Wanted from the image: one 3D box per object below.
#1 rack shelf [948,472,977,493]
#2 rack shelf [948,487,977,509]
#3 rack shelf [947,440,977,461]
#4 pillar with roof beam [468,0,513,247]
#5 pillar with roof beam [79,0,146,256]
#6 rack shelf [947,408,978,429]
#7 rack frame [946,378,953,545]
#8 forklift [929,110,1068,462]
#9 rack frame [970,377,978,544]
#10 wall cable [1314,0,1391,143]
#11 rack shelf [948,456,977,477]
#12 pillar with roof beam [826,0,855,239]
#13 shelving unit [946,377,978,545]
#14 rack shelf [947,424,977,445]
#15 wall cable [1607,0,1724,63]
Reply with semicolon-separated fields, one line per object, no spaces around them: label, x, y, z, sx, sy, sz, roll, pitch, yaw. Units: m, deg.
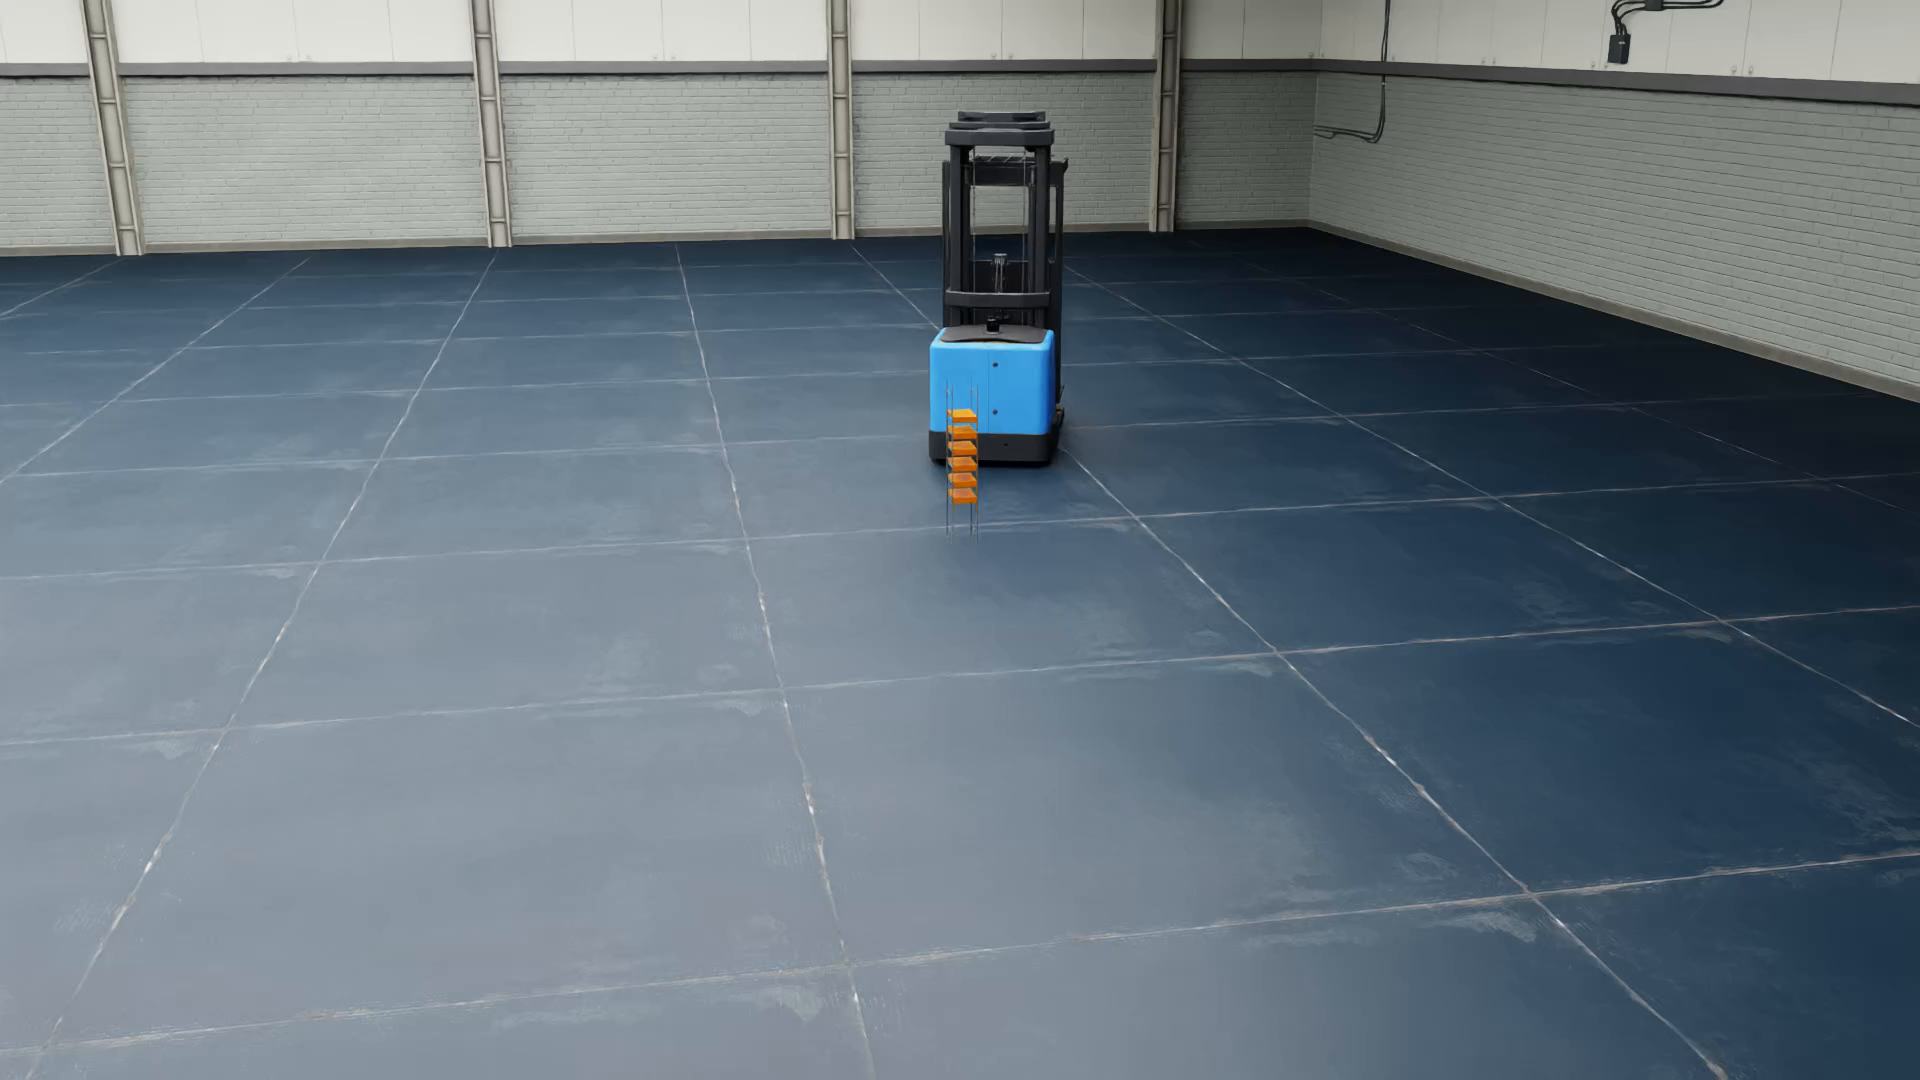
rack shelf;0.014;-0.417;12.187;0.180;0.103;0.258;-3;17;-10
rack shelf;0.014;-0.302;12.222;0.180;0.103;0.258;-3;17;-10
rack shelf;0.014;-0.647;12.116;0.180;0.103;0.258;-3;17;-10
pillar with roof beam;-7.195;-8.188;23.644;0.400;9.000;9.100;-3;17;-10
pillar with roof beam;-13.086;-7.854;22.555;0.400;9.000;9.100;-3;17;-10
rack shelf;0.014;-0.876;12.046;0.180;0.103;0.258;-3;17;-10
rack frame;-0.076;-0.569;12.122;0.006;1.200;0.240;-3;17;-10
forklift;0.412;-2.460;15.330;1.130;2.935;3.031;2;17;6
rack frame;0.104;-0.579;12.155;0.006;1.200;0.240;-3;17;-10
wall cable;6.913;-8.396;29.609;0.112;2.526;3.097;-3;17;-10
rack shelf;0.014;-0.532;12.151;0.180;0.103;0.258;-3;17;-10
pillar with roof beam;-1.304;-8.522;24.732;0.400;9.000;9.100;-3;17;-10
shelving unit;0.014;-0.574;12.138;0.189;1.200;0.258;-3;17;-10
rack shelf;0.014;-0.761;12.081;0.180;0.103;0.258;-3;17;-10
wall cable;8.699;-8.768;19.741;0.169;6.003;2.305;-3;17;-10
